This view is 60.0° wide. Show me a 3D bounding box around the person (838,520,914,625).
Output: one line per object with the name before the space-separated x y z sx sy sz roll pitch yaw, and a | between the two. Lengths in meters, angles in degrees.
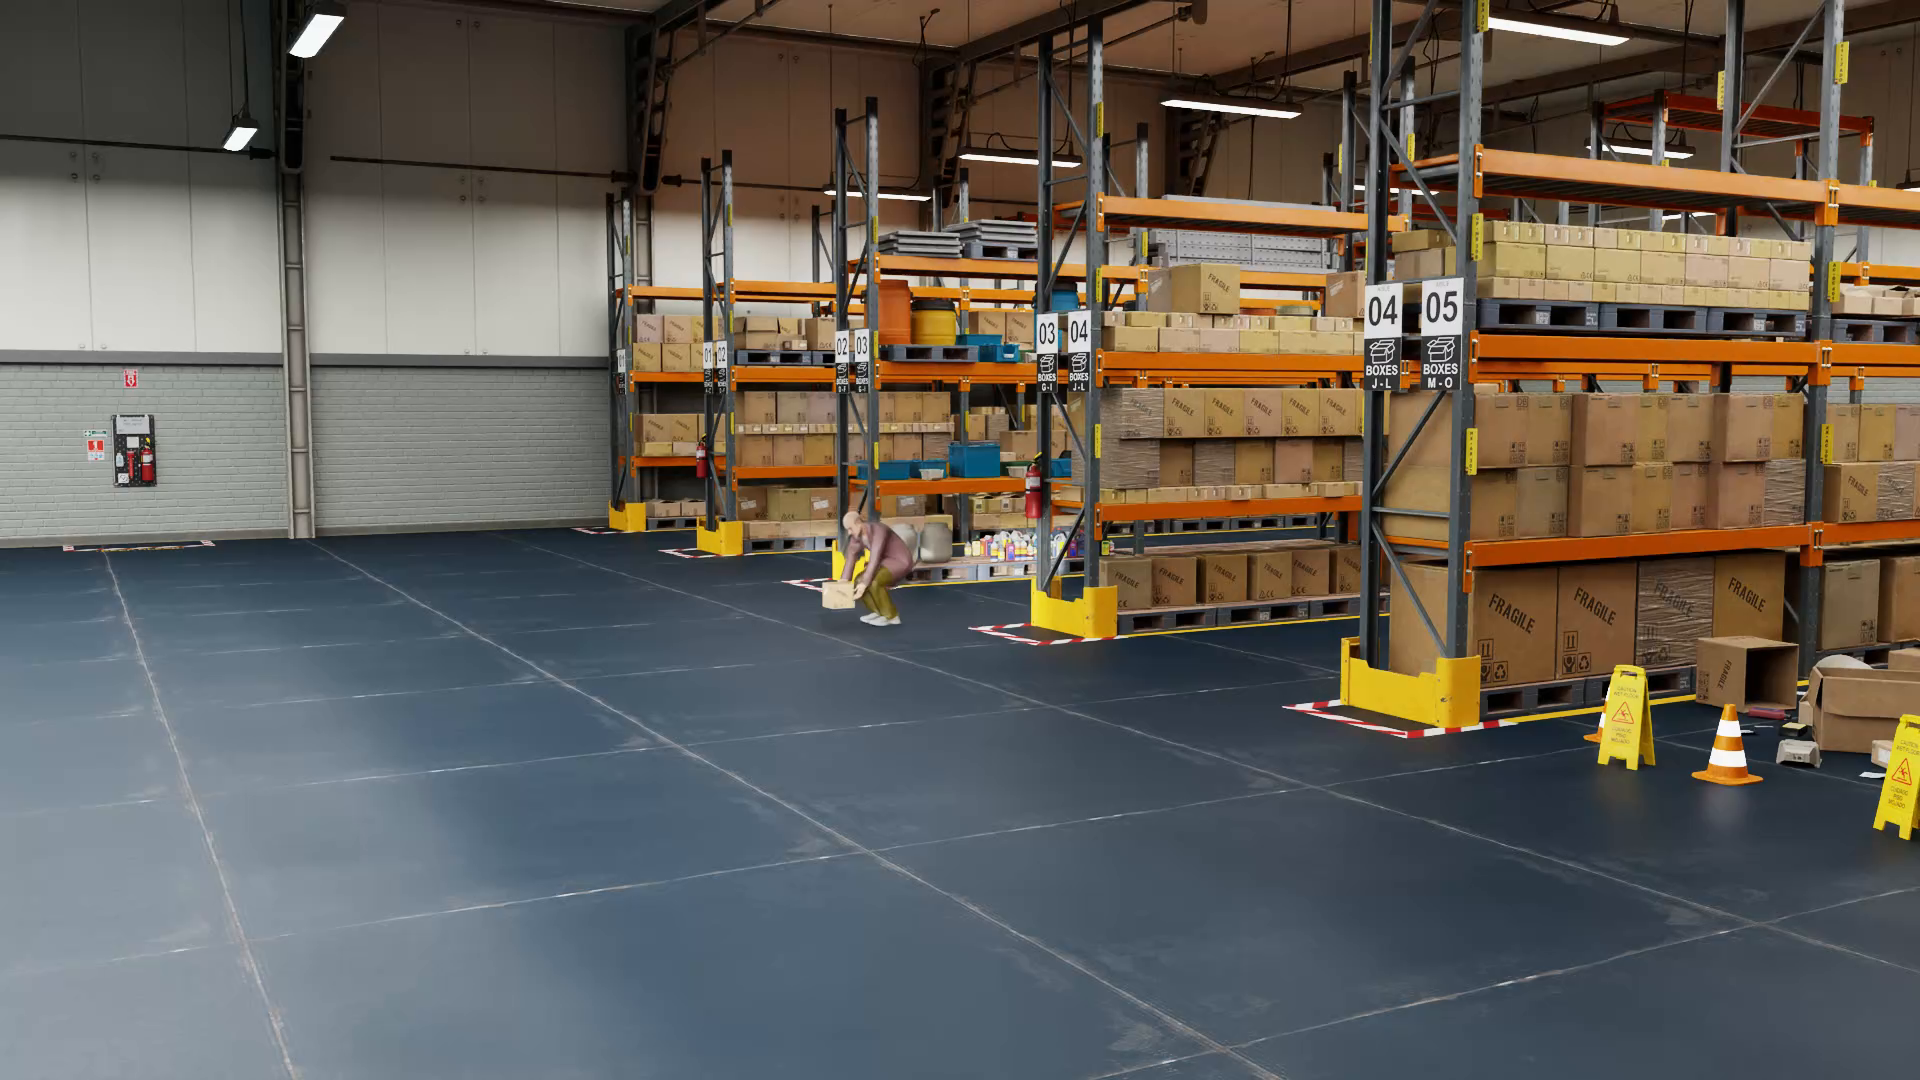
person | -0.885 0.335 17.305 0.872 1.091 0.614 -3 6 -29
